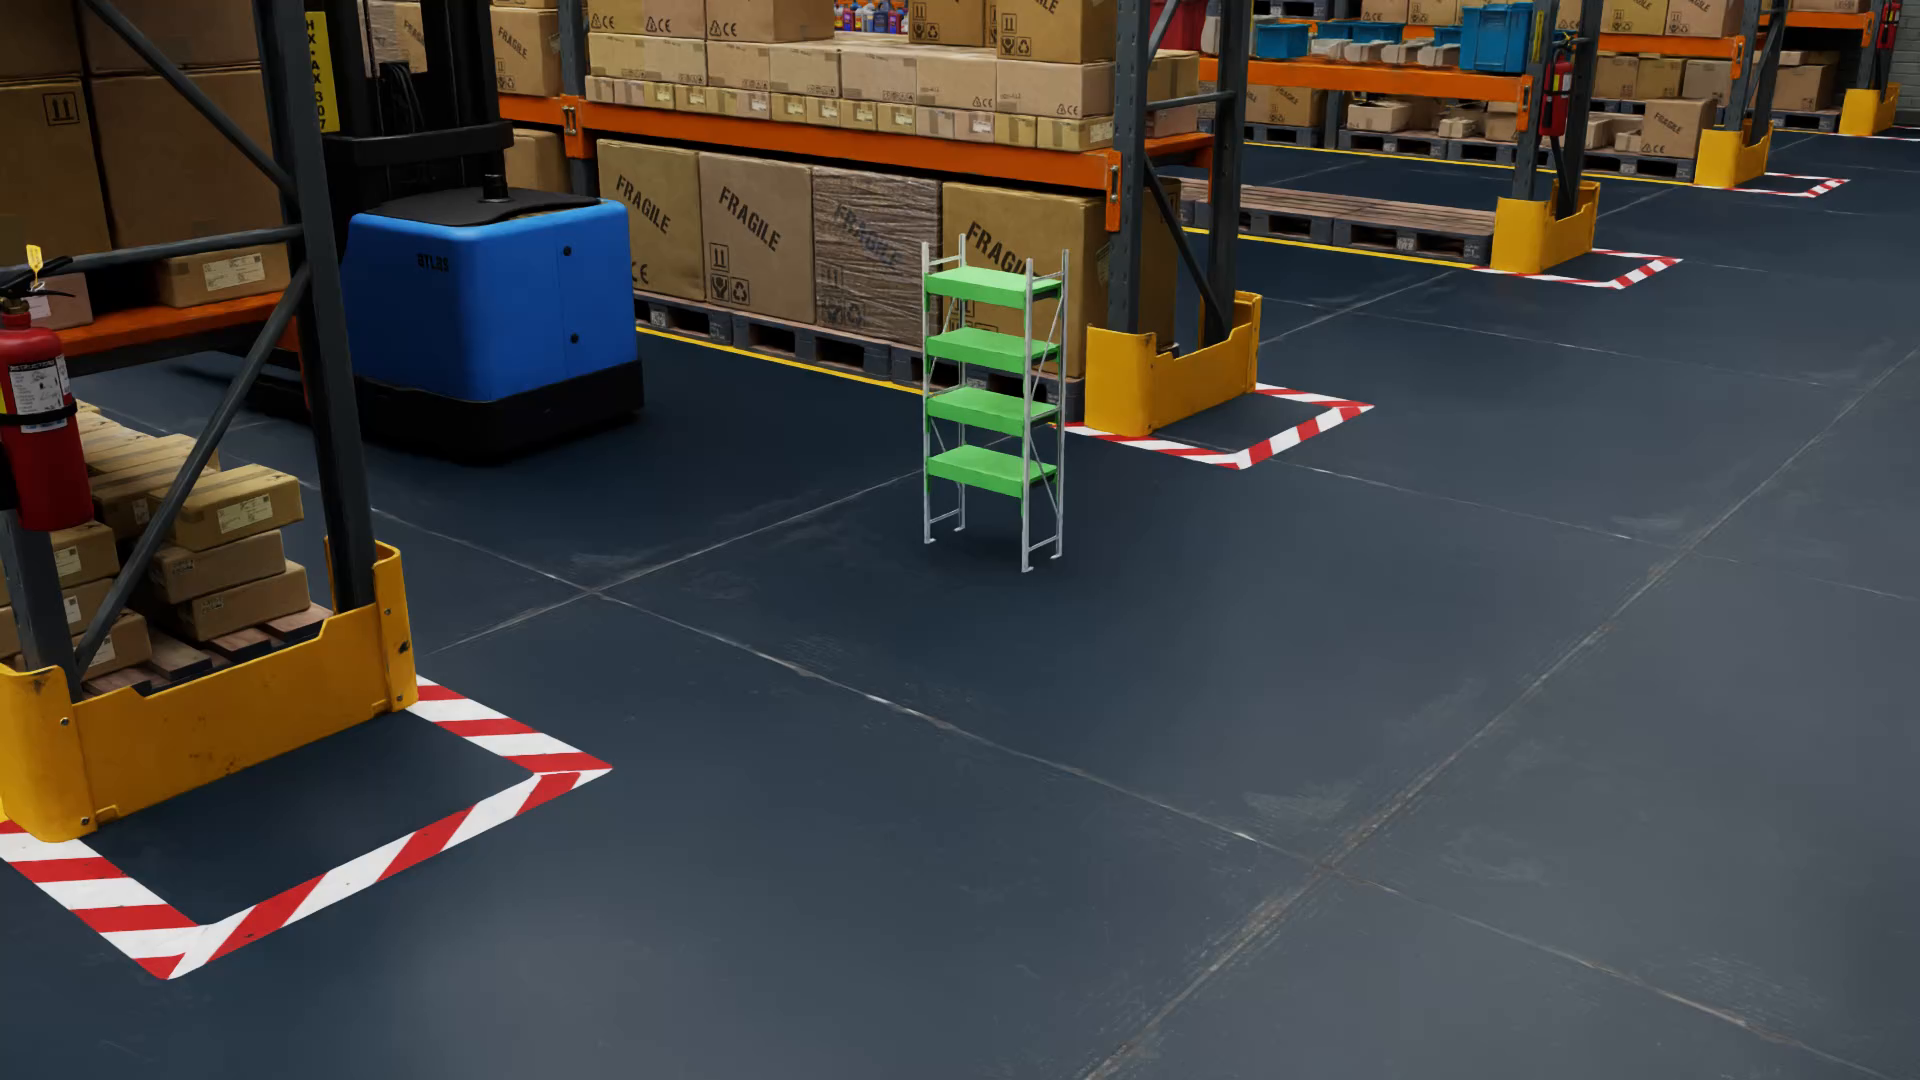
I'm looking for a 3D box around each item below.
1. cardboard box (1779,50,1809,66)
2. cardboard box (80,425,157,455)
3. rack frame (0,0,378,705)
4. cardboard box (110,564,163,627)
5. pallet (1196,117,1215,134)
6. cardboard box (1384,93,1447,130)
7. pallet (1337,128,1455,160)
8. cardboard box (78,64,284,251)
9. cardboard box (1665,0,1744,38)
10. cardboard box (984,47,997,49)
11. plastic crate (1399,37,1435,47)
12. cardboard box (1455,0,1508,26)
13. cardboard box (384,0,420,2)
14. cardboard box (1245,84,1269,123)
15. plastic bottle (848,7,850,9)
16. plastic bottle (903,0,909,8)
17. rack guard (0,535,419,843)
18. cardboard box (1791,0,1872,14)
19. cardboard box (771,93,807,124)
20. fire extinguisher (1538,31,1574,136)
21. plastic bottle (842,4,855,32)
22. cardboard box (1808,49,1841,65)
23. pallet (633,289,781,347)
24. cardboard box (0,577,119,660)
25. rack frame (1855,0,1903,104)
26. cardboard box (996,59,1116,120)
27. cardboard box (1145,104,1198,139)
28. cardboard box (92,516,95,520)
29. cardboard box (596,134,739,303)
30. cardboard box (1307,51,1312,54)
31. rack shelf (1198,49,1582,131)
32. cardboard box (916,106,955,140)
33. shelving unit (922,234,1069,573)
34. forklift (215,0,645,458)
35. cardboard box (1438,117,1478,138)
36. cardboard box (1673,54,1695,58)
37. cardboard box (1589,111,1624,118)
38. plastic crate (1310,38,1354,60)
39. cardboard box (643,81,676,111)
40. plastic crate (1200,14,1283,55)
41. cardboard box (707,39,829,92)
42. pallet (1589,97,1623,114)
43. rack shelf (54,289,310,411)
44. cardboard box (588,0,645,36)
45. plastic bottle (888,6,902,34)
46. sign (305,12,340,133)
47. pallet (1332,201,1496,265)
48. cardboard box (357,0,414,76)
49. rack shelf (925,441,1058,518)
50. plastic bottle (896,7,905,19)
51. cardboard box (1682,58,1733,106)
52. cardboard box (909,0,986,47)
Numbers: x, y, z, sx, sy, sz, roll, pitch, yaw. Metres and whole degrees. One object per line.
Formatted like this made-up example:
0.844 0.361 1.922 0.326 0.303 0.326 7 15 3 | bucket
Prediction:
9.642 -5.589 19.267 0.250 0.149 0.380 16 26 36 | cardboard box
-2.988 -0.259 5.706 0.250 0.149 0.380 15 25 34 | cardboard box
-2.148 -0.756 4.421 0.127 3.000 1.000 16 26 36 | rack frame
-2.606 0.141 5.488 0.250 0.149 0.380 16 26 36 | cardboard box
2.631 -4.827 19.170 1.213 0.211 1.003 16 26 36 | pallet
4.855 -4.675 17.734 0.500 0.500 0.500 16 26 36 | cardboard box
4.766 -4.230 17.587 1.213 0.211 1.003 16 26 36 | pallet
-2.321 -1.117 4.817 0.500 0.500 0.500 18 27 39 | cardboard box
6.814 -4.869 15.186 0.500 0.500 0.500 17 27 38 | cardboard box
0.458 -2.453 8.713 0.500 0.250 0.500 16 26 36 | cardboard box
3.493 -3.738 12.619 0.298 0.136 0.250 16 26 36 | plastic crate
5.241 -5.322 16.387 0.500 0.500 0.500 16 26 36 | cardboard box
-3.548 -3.929 11.271 0.637 0.503 0.797 17 27 38 | cardboard box
3.293 -4.869 18.248 0.500 0.500 0.500 16 26 36 | cardboard box
-1.085 -5.057 16.110 0.097 0.201 0.097 0 21 0 | plastic bottle
-0.434 -4.929 15.558 0.185 0.351 0.144 16 26 36 | plastic bottle
-2.207 0.397 4.907 0.348 0.500 1.175 16 26 36 | rack guard
10.061 -6.403 18.970 0.700 0.700 0.980 18 27 39 | cardboard box
-0.805 -2.360 9.031 0.250 0.149 0.380 15 25 35 | cardboard box
4.028 -3.075 11.208 0.183 0.674 0.296 16 26 36 | fire extinguisher
-1.003 -4.718 15.094 0.133 0.283 0.061 16 26 36 | plastic bottle
10.080 -5.637 19.394 0.250 0.149 0.380 16 26 37 | cardboard box
-1.493 -1.486 10.309 1.213 0.211 1.003 16 26 36 | pallet
-2.737 0.203 4.903 0.250 0.149 0.380 15 25 35 | cardboard box
10.462 -6.151 18.729 0.127 3.000 1.000 16 26 36 | rack frame
0.523 -2.194 8.025 0.500 0.250 0.500 16 26 35 | cardboard box
1.000 -2.141 8.450 0.250 0.149 0.380 16 26 37 | cardboard box
-2.877 -0.017 5.065 0.250 0.149 0.380 17 26 37 | cardboard box
-1.572 -2.015 10.176 0.875 0.875 0.875 16 26 36 | cardboard box
4.751 -6.927 23.237 0.750 0.750 0.750 16 26 36 | cardboard box
2.649 -3.553 12.857 4.000 0.370 1.077 16 26 36 | rack shelf
-0.008 -2.131 8.424 0.250 0.149 0.380 17 26 37 | cardboard box
0.128 -0.524 6.359 0.503 1.200 0.258 16 26 36 | shelving unit
-3.059 -2.138 8.183 3.031 2.935 1.130 14 25 33 | forklift
5.099 -4.226 17.015 0.250 0.166 0.380 16 26 36 | cardboard box
8.901 -5.976 20.293 0.250 0.149 0.380 16 26 35 | cardboard box
6.316 -4.138 16.662 0.500 0.250 0.500 16 26 36 | cardboard box
2.764 -3.665 12.425 0.250 0.136 0.298 16 26 36 | plastic crate
-1.606 -2.590 9.641 0.250 0.149 0.380 17 27 38 | cardboard box
2.166 -3.917 12.887 0.530 0.282 0.437 16 26 36 | plastic crate
-1.047 -2.648 9.229 0.500 0.250 0.500 17 26 38 | cardboard box
7.903 -5.548 21.081 1.213 0.211 1.003 16 26 36 | pallet
-3.698 -0.865 5.731 4.000 0.370 1.077 16 26 36 | rack shelf
-1.823 -3.225 9.696 0.500 0.500 0.500 16 26 36 | cardboard box
-0.576 -4.595 14.768 0.133 0.283 0.061 16 26 36 | plastic bottle
-1.805 -1.309 4.662 0.005 0.325 0.100 16 26 36 | sign
3.584 -2.333 12.555 1.213 0.211 1.003 16 26 36 | pallet
-3.741 -3.398 11.286 0.500 0.500 0.500 16 26 36 | cardboard box
0.128 -0.240 6.466 0.480 0.148 0.258 16 26 36 | rack shelf
-0.540 -4.615 14.838 0.097 0.271 0.097 0 21 0 | plastic bottle
9.079 -5.531 20.031 0.500 0.500 0.700 15 25 35 | cardboard box
0.073 -2.915 8.876 0.500 0.500 0.500 15 25 35 | cardboard box
